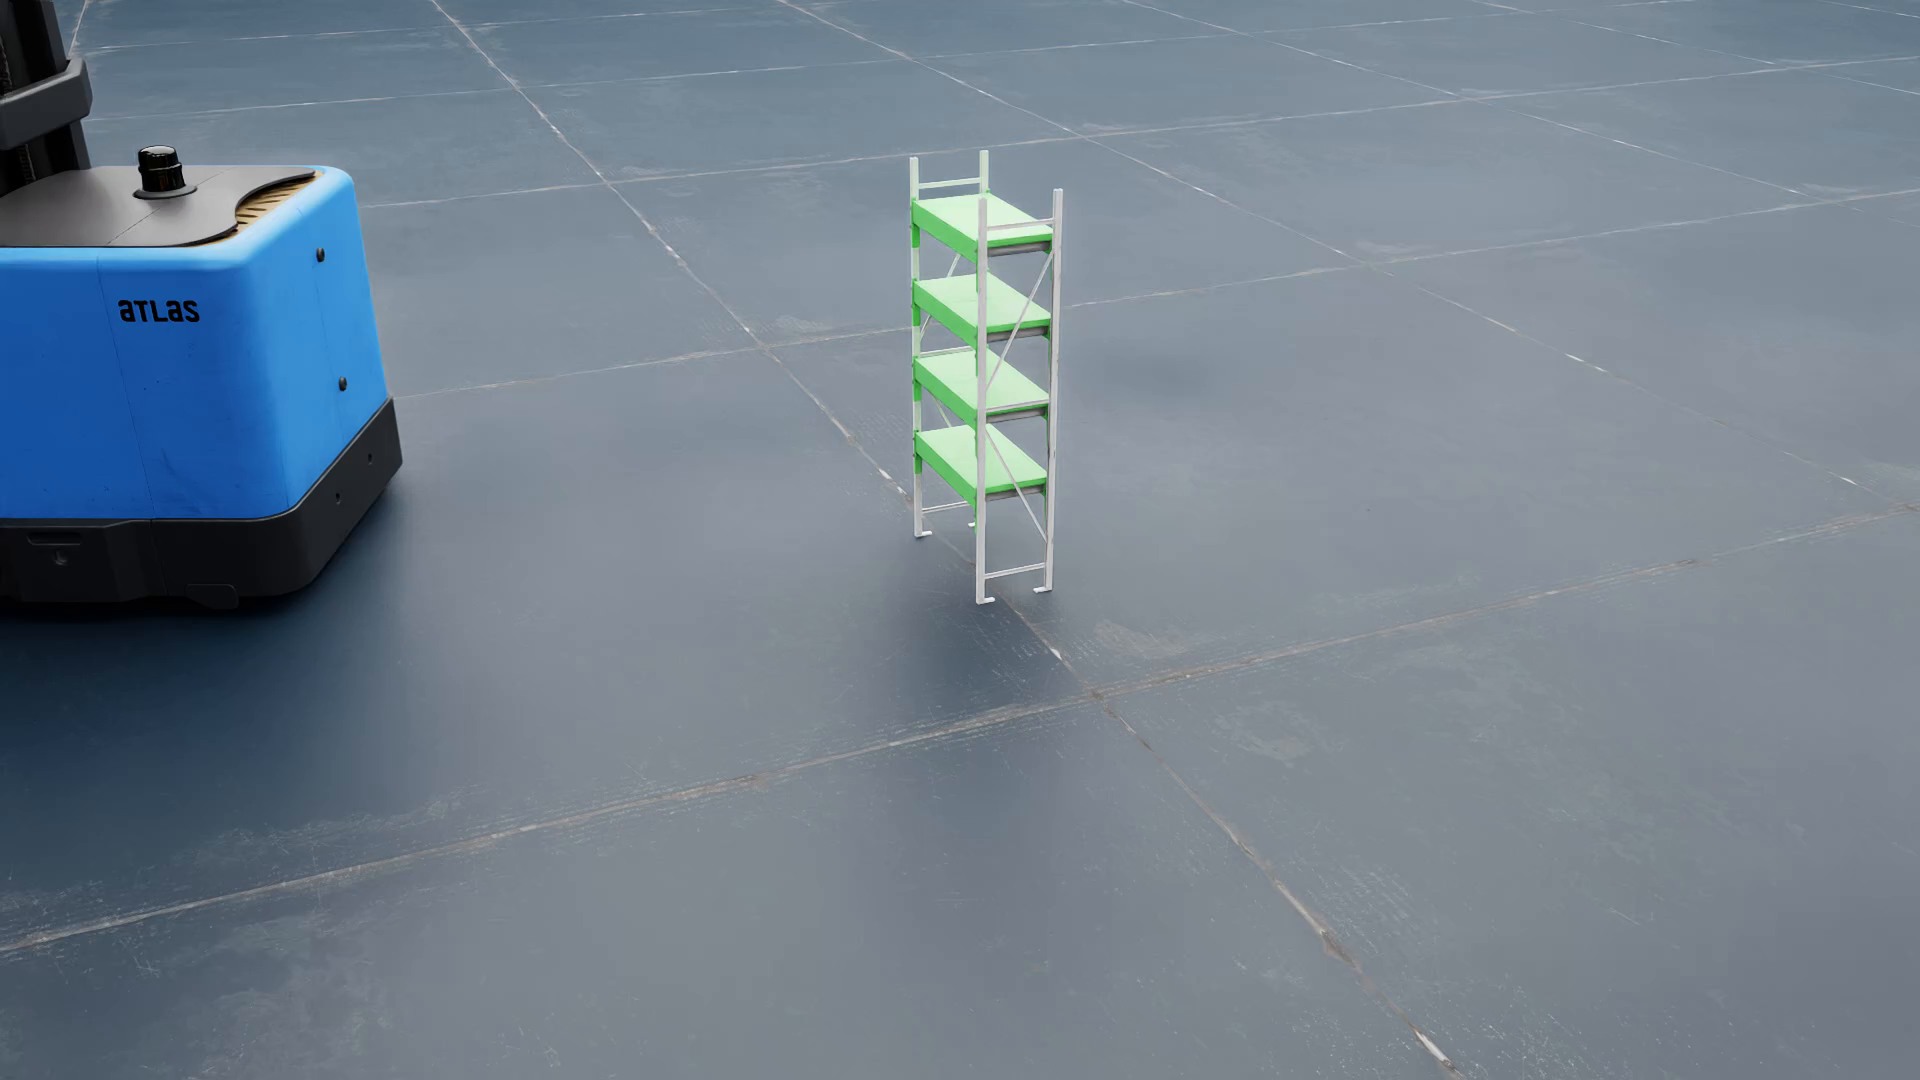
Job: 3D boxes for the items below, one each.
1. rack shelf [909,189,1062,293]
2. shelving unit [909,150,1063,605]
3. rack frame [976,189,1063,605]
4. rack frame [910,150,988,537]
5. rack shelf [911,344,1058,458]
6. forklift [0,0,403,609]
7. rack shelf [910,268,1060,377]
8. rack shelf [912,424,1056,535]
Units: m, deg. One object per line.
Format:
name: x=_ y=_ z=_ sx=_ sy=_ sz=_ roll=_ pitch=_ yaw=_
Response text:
rack shelf: x=0.065 y=-0.846 z=4.667 sx=0.258 sy=0.148 sz=0.480 roll=-11 pitch=28 yaw=-21
shelving unit: x=0.065 y=-0.472 z=4.850 sx=0.258 sy=1.200 sz=0.503 roll=-11 pitch=28 yaw=-21
rack frame: x=0.160 y=-0.374 z=4.648 sx=0.240 sy=1.200 sz=0.015 roll=-11 pitch=28 yaw=-21
rack frame: x=-0.031 y=-0.571 z=5.052 sx=0.240 sy=1.200 sz=0.015 roll=-11 pitch=28 yaw=-21
rack shelf: x=0.065 y=-0.415 z=4.878 sx=0.258 sy=0.148 sz=0.480 roll=-11 pitch=28 yaw=-21
forklift: x=-3.397 y=-1.323 z=4.619 sx=3.031 sy=2.935 sz=1.130 roll=0 pitch=26 yaw=0
rack shelf: x=0.065 y=-0.631 z=4.773 sx=0.258 sy=0.148 sz=0.480 roll=-11 pitch=28 yaw=-21
rack shelf: x=0.065 y=-0.199 z=4.983 sx=0.258 sy=0.148 sz=0.480 roll=-11 pitch=28 yaw=-21
